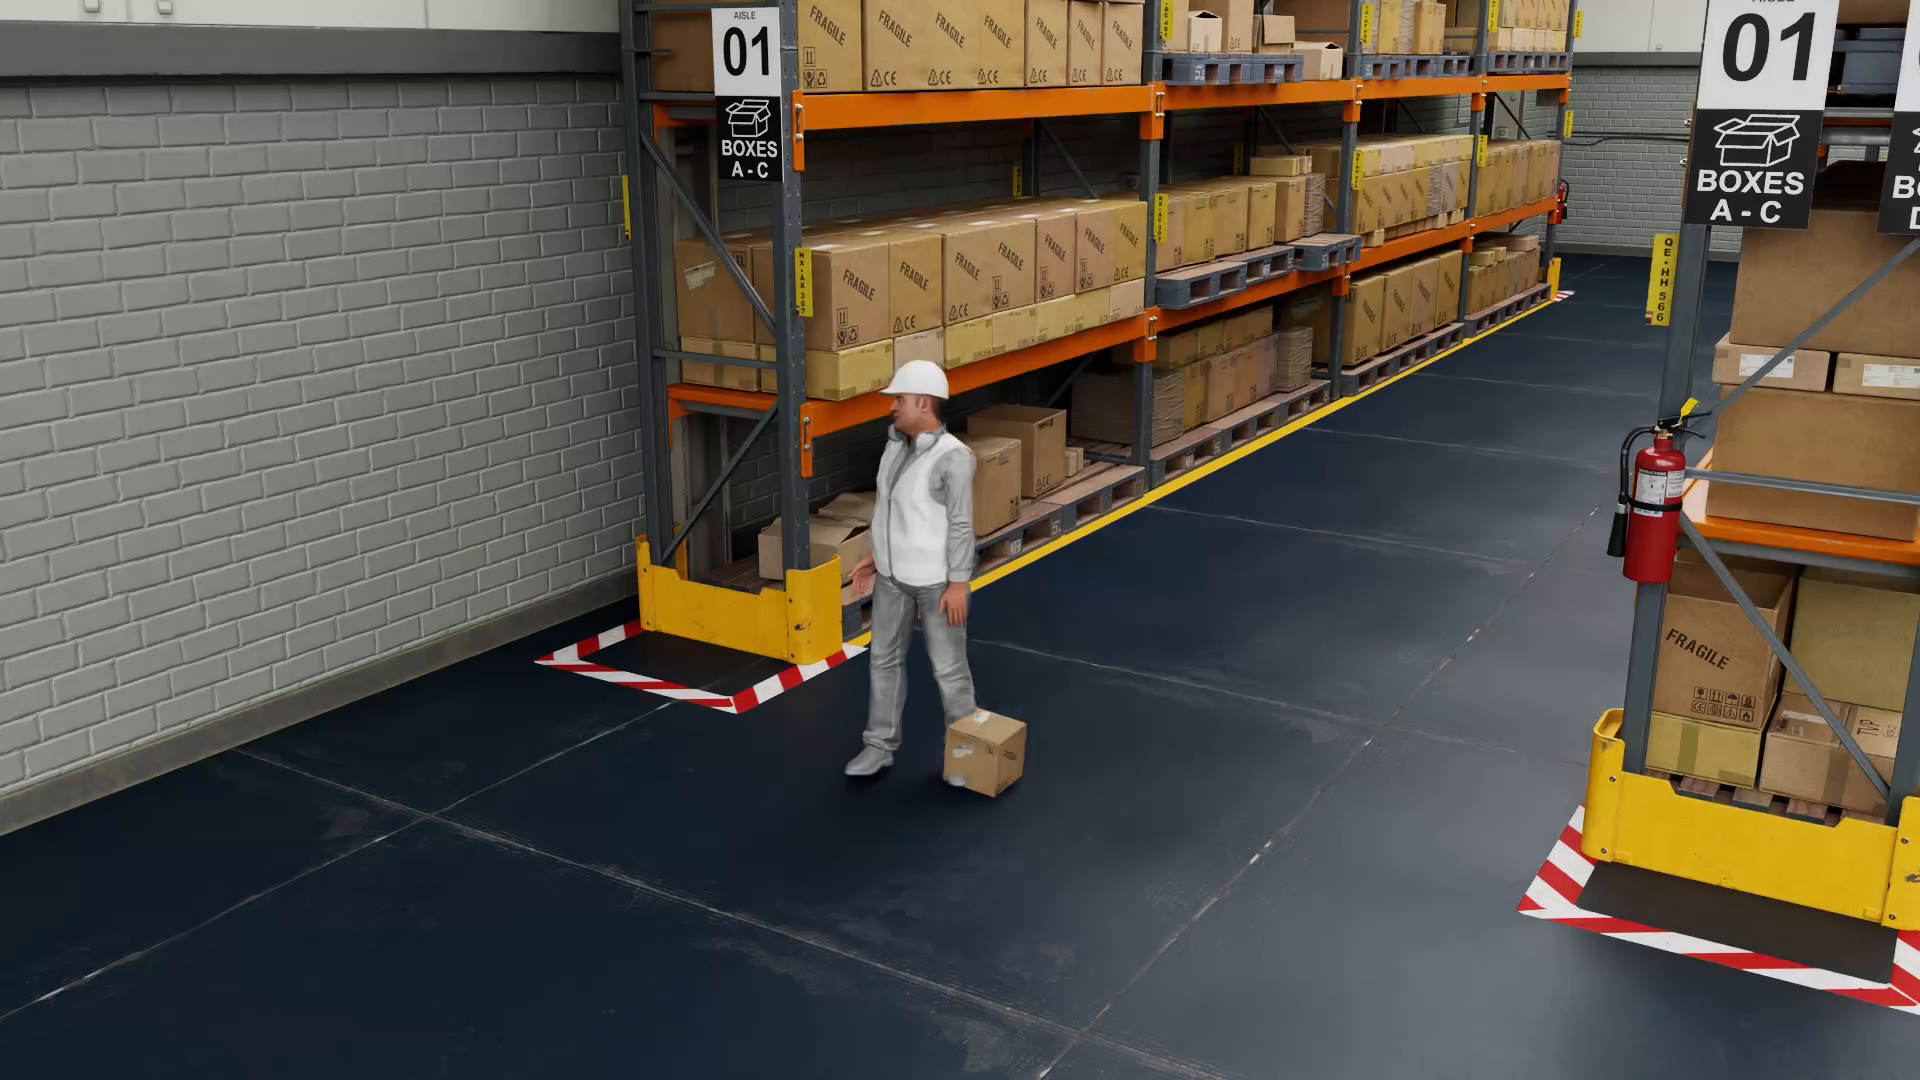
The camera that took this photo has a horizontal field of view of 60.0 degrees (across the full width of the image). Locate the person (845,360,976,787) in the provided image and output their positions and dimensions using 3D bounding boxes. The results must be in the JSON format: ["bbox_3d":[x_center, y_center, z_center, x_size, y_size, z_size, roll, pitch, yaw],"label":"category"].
[{"bbox_3d":[-0.214,0.147,6.893,0.555,1.773,0.614,-15,22,-43],"label":"person"}]
